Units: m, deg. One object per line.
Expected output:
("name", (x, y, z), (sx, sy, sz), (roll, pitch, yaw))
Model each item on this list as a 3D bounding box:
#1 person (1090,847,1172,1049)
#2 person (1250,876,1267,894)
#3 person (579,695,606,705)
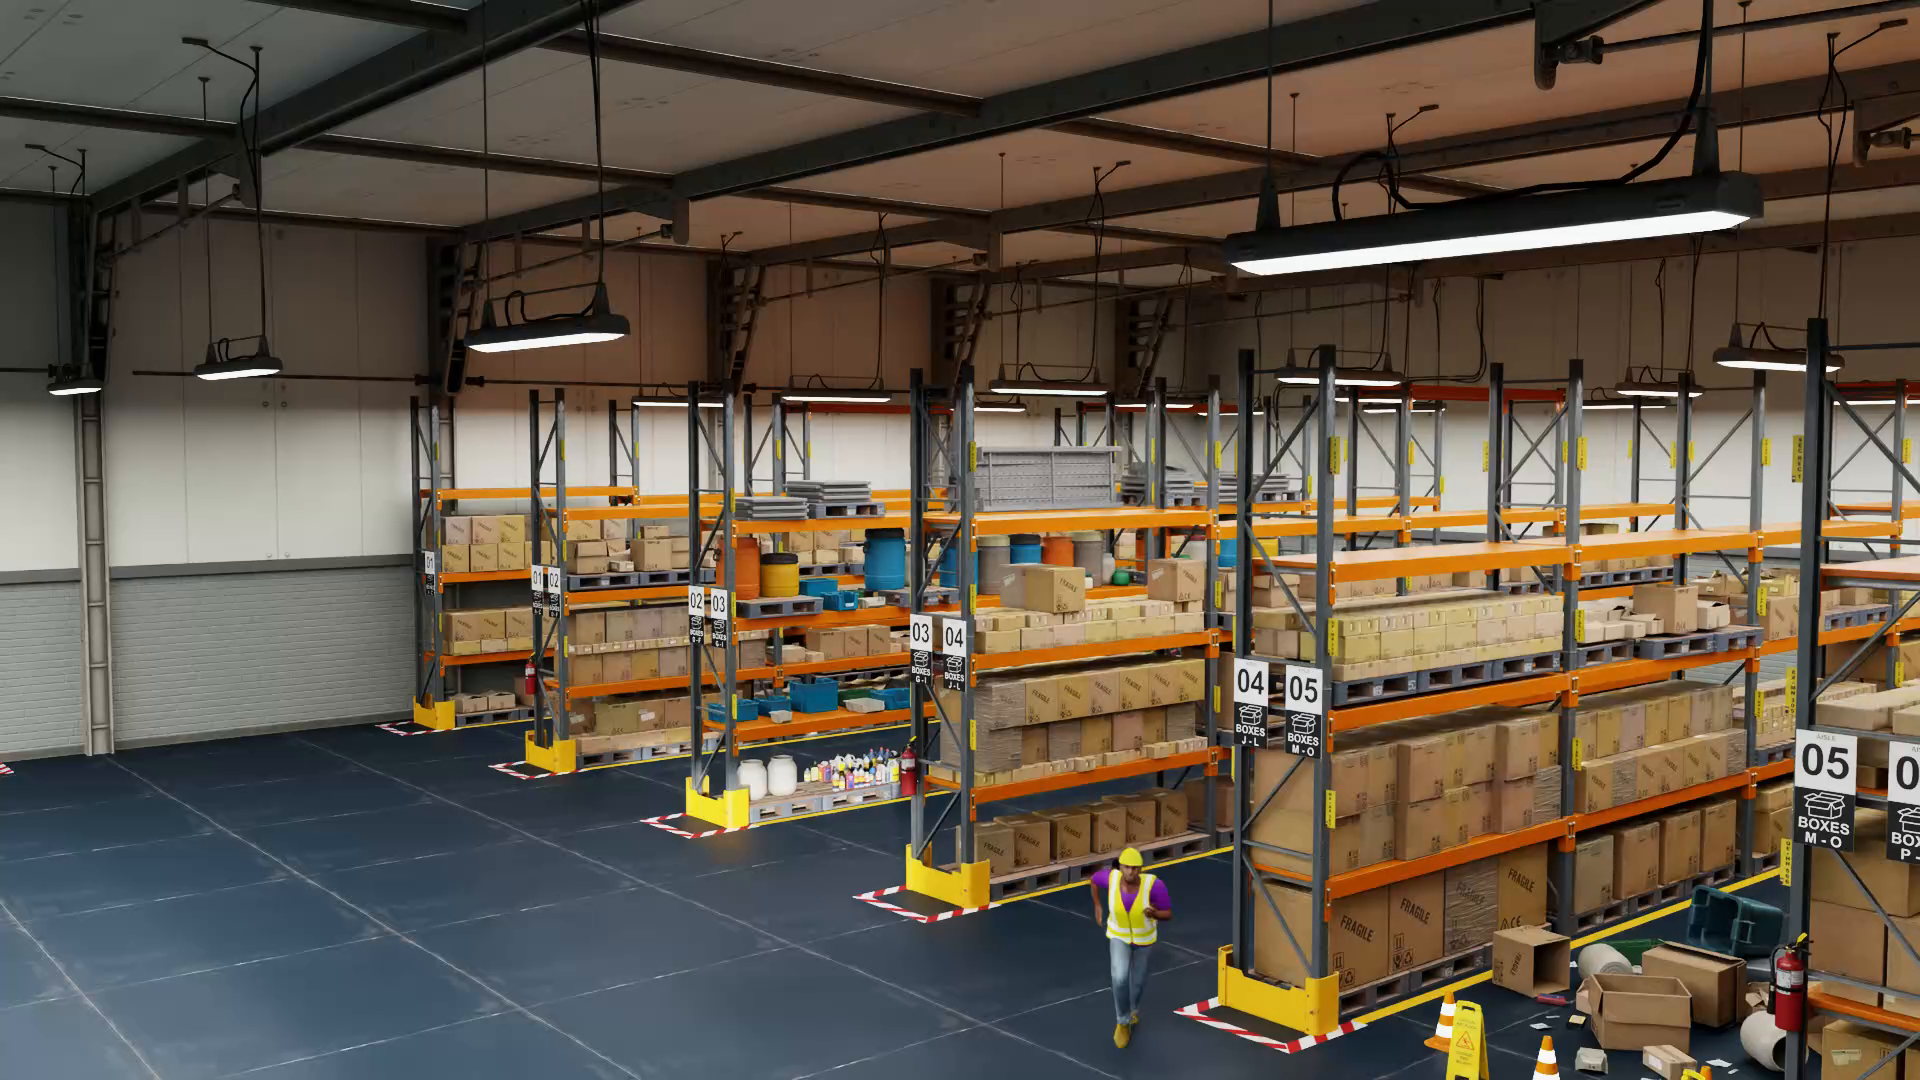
("person", (1.468, 3.459, 14.299), (0.685, 1.729, 0.925), (0, 3, 3))
("person", (3.338, 3.294, 17.625), (0.665, 1.688, 0.603), (3, 5, 43))
("person", (-6.338, 2.564, 28.857), (0.690, 1.836, 0.790), (3, 5, 44))
